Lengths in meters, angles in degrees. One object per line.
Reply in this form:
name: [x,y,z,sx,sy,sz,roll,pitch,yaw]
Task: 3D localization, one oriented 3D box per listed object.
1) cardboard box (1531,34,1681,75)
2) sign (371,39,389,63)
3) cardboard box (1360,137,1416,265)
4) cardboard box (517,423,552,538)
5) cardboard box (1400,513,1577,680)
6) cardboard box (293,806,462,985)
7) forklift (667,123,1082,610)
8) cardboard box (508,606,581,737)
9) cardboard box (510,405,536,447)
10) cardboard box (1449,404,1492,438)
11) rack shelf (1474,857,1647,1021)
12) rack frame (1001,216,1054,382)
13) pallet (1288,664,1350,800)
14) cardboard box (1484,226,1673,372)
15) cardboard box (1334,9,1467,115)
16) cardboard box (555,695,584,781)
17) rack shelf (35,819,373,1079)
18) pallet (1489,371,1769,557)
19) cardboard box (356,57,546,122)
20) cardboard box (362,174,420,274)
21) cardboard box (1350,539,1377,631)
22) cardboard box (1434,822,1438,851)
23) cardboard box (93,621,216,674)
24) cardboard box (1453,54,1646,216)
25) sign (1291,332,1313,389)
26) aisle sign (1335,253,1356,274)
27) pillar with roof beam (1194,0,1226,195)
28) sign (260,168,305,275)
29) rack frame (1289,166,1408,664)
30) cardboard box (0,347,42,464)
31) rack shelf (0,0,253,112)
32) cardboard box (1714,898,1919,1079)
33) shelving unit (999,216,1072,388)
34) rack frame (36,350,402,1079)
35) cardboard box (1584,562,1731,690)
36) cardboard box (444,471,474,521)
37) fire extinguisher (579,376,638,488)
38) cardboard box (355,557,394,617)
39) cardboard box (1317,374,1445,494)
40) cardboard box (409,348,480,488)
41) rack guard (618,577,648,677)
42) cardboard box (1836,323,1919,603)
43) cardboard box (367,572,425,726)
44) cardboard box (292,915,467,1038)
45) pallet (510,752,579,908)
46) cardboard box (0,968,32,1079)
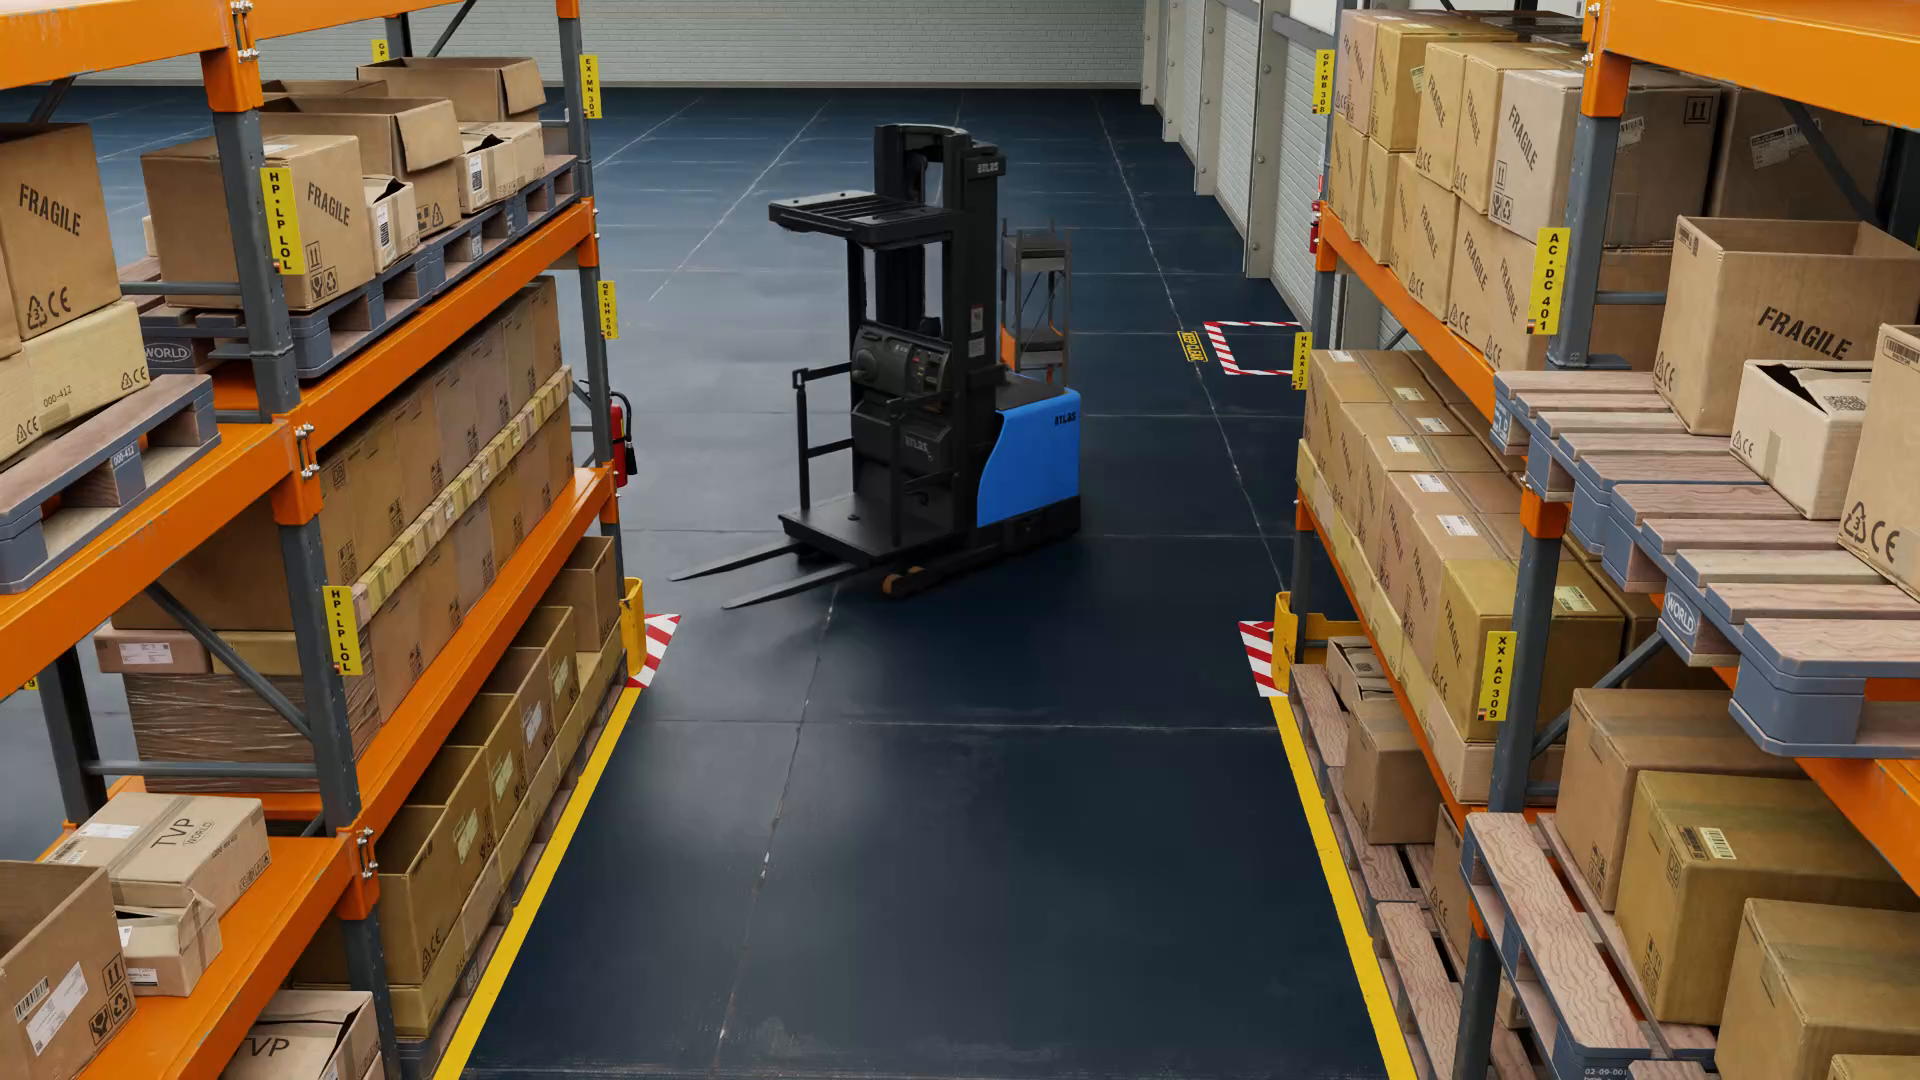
cardboard box: [2.631,-1.791,6.802,0.500,0.500,0.500,1,21,2]
sign: [-3.057,-2.490,8.836,0.100,0.325,0.005,1,21,2]
cardboard box: [2.125,-1.541,7.540,0.500,0.500,0.500,2,21,4]
cardboard box: [-2.541,-0.327,8.587,0.700,0.500,0.500,1,21,3]
cardboard box: [2.042,0.216,6.468,0.500,0.500,0.500,1,21,1]
cardboard box: [-2.297,1.379,6.511,0.500,0.500,0.500,1,21,2]
forklift: [-0.553,-1.188,11.038,3.031,2.935,1.130,-18,28,-39]
cardboard box: [-2.237,0.656,8.375,0.500,0.500,0.500,1,21,2]
cardboard box: [-2.348,-0.570,8.316,0.380,0.149,0.250,1,21,2]
cardboard box: [2.610,-0.333,7.885,0.500,0.500,0.500,0,21,0]
rack shelf: [2.266,1.919,3.932,1.077,0.370,4.000,1,21,2]
rack frame: [0.512,-1.443,12.845,0.400,2.100,0.015,-4,22,-10]
pallet: [2.386,1.035,9.070,1.003,0.211,1.213,1,21,2]
cardboard box: [2.095,-0.780,5.581,0.500,0.500,0.500,1,21,3]
cardboard box: [2.194,-2.370,8.295,0.500,0.500,0.500,-1,21,-2]
cardboard box: [-2.240,1.006,8.511,0.500,0.250,0.500,1,21,2]
rack shelf: [-2.685,1.866,4.069,1.077,0.370,4.000,1,21,2]
pallet: [2.202,-0.229,4.584,1.213,0.211,1.003,1,21,2]
cardboard box: [-2.524,-2.139,8.332,0.797,0.503,0.637,2,21,5]
cardboard box: [-2.329,-1.185,6.140,0.500,0.311,0.500,-1,21,-1]
cardboard box: [2.076,0.202,7.541,0.500,0.250,0.500,1,21,2]
cardboard box: [2.396,1.406,7.591,0.380,0.149,0.250,-1,21,-3]
cardboard box: [-2.830,0.357,5.926,0.380,0.149,0.250,1,21,2]
cardboard box: [2.078,-1.444,5.908,0.500,0.500,0.500,2,21,5]
sign: [1.906,-0.996,9.251,0.100,0.325,0.005,1,21,2]
aisle sign: [2.151,-1.827,8.998,0.394,0.787,0.004,1,21,2]
pillar with roof beam: [-0.463,-9.676,24.526,9.100,9.000,0.400,1,21,2]
sign: [-2.082,-0.977,5.103,0.100,0.325,0.005,1,21,2]
rack frame: [2.449,-0.586,9.393,1.000,3.000,0.127,1,21,2]
cardboard box: [-2.667,-0.296,4.125,0.500,0.250,0.500,-1,21,-4]
rack shelf: [-2.685,-0.745,3.056,1.077,0.370,4.000,1,21,2]
cardboard box: [2.265,1.233,3.959,0.700,0.500,0.500,4,21,9]
shelving unit: [0.559,-1.356,12.622,0.431,2.100,0.503,-4,22,-10]
rack frame: [-2.624,0.807,5.802,1.000,3.000,0.127,1,21,2]
cardboard box: [2.550,0.404,5.985,0.500,0.500,0.500,0,21,0]
cardboard box: [-2.379,-0.197,7.355,0.380,0.149,0.250,0,21,1]
fire extinguisher: [-2.035,-0.641,9.641,0.296,0.674,0.183,1,21,2]
cardboard box: [-2.409,0.179,6.386,0.380,0.149,0.250,0,21,0]
cardboard box: [2.109,-0.527,8.384,0.500,0.500,0.500,1,21,2]
cardboard box: [-2.572,-0.549,7.366,0.700,0.500,0.500,1,21,2]
rack guard: [-2.502,0.517,10.004,1.175,0.500,0.348,1,21,2]
cardboard box: [2.193,-0.138,3.372,0.500,0.500,0.500,0,21,0]
cardboard box: [-2.608,0.409,6.690,0.700,0.500,0.500,0,21,1]
cardboard box: [-2.307,1.729,6.647,0.500,0.250,0.500,1,21,2]
pallet: [-2.524,1.378,8.186,1.003,0.211,1.213,1,21,2]
cardboard box: [-2.695,1.409,4.111,0.500,0.500,0.500,1,21,2]
